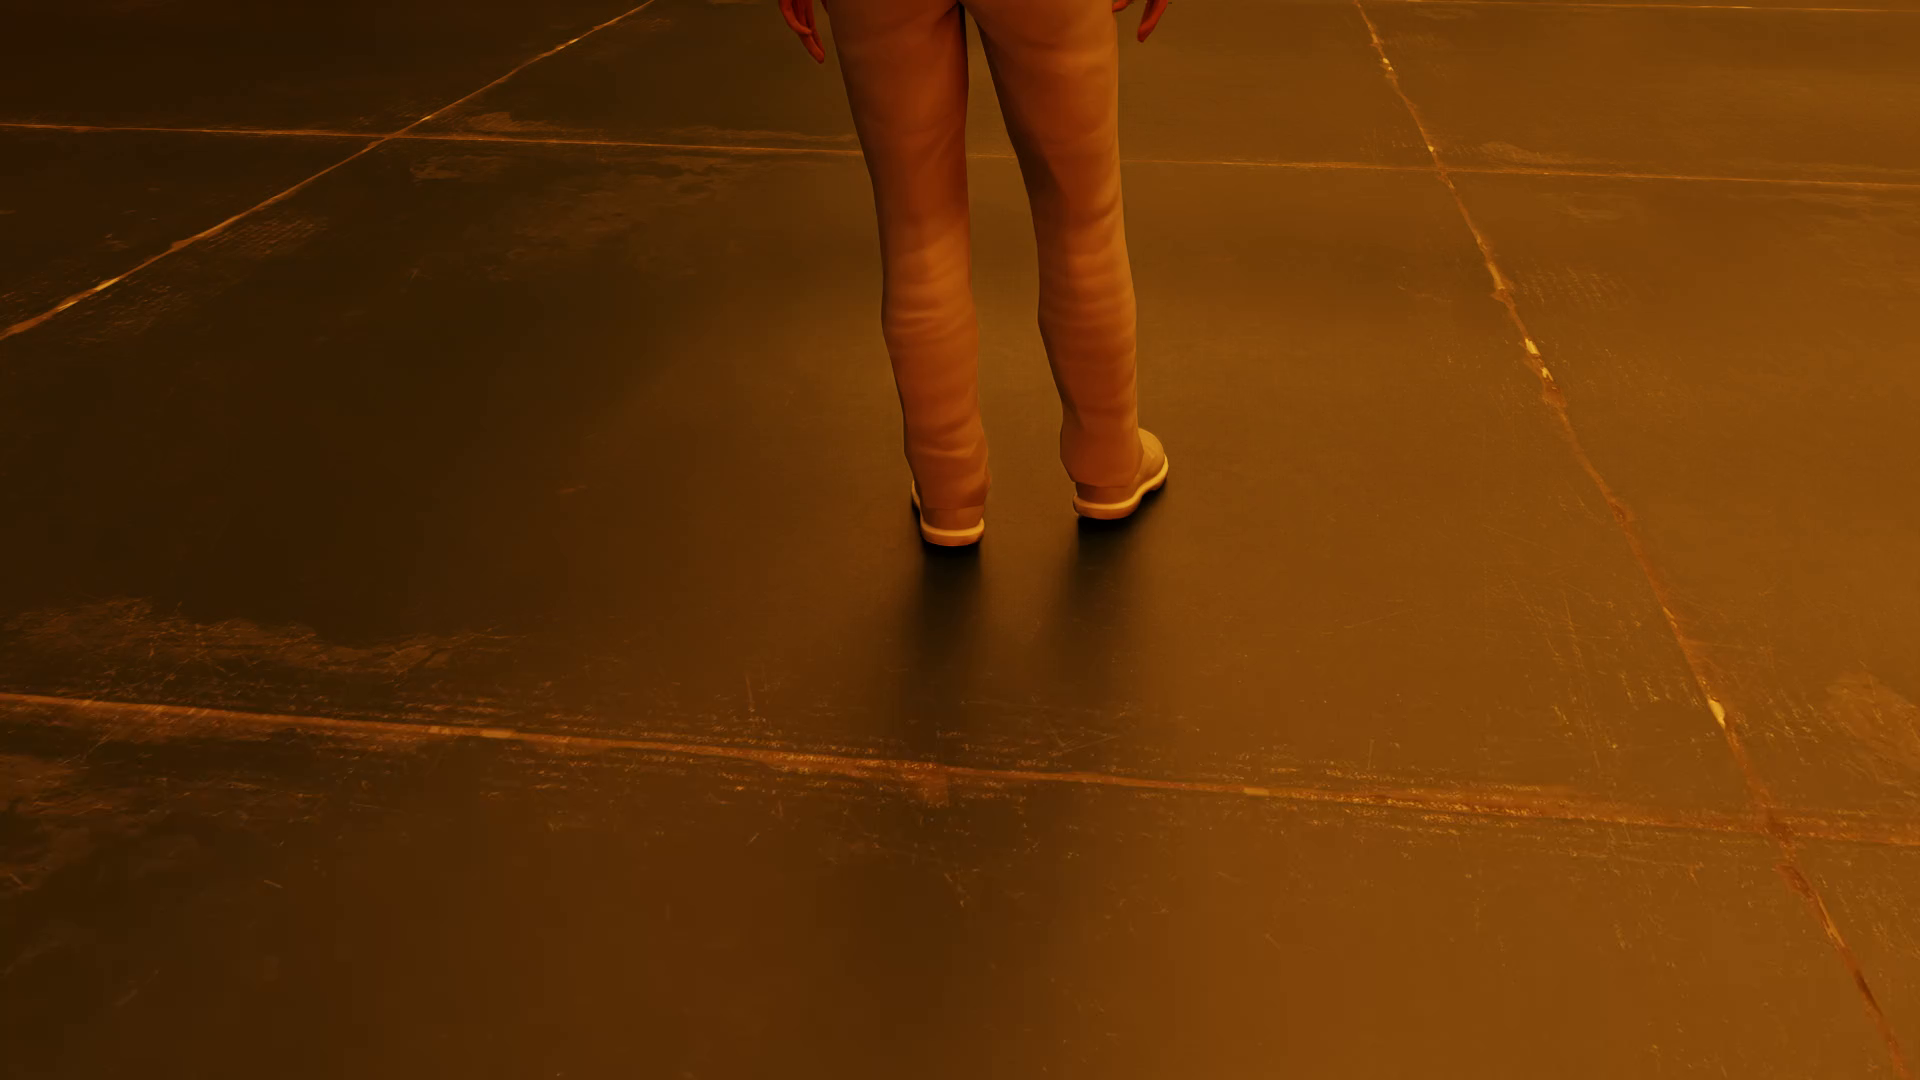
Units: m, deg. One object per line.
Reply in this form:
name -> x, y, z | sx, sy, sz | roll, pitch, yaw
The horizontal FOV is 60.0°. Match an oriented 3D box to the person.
person -> 0.030, -0.797, 2.183 | 0.569, 1.695, 0.528 | 3, 27, 7
